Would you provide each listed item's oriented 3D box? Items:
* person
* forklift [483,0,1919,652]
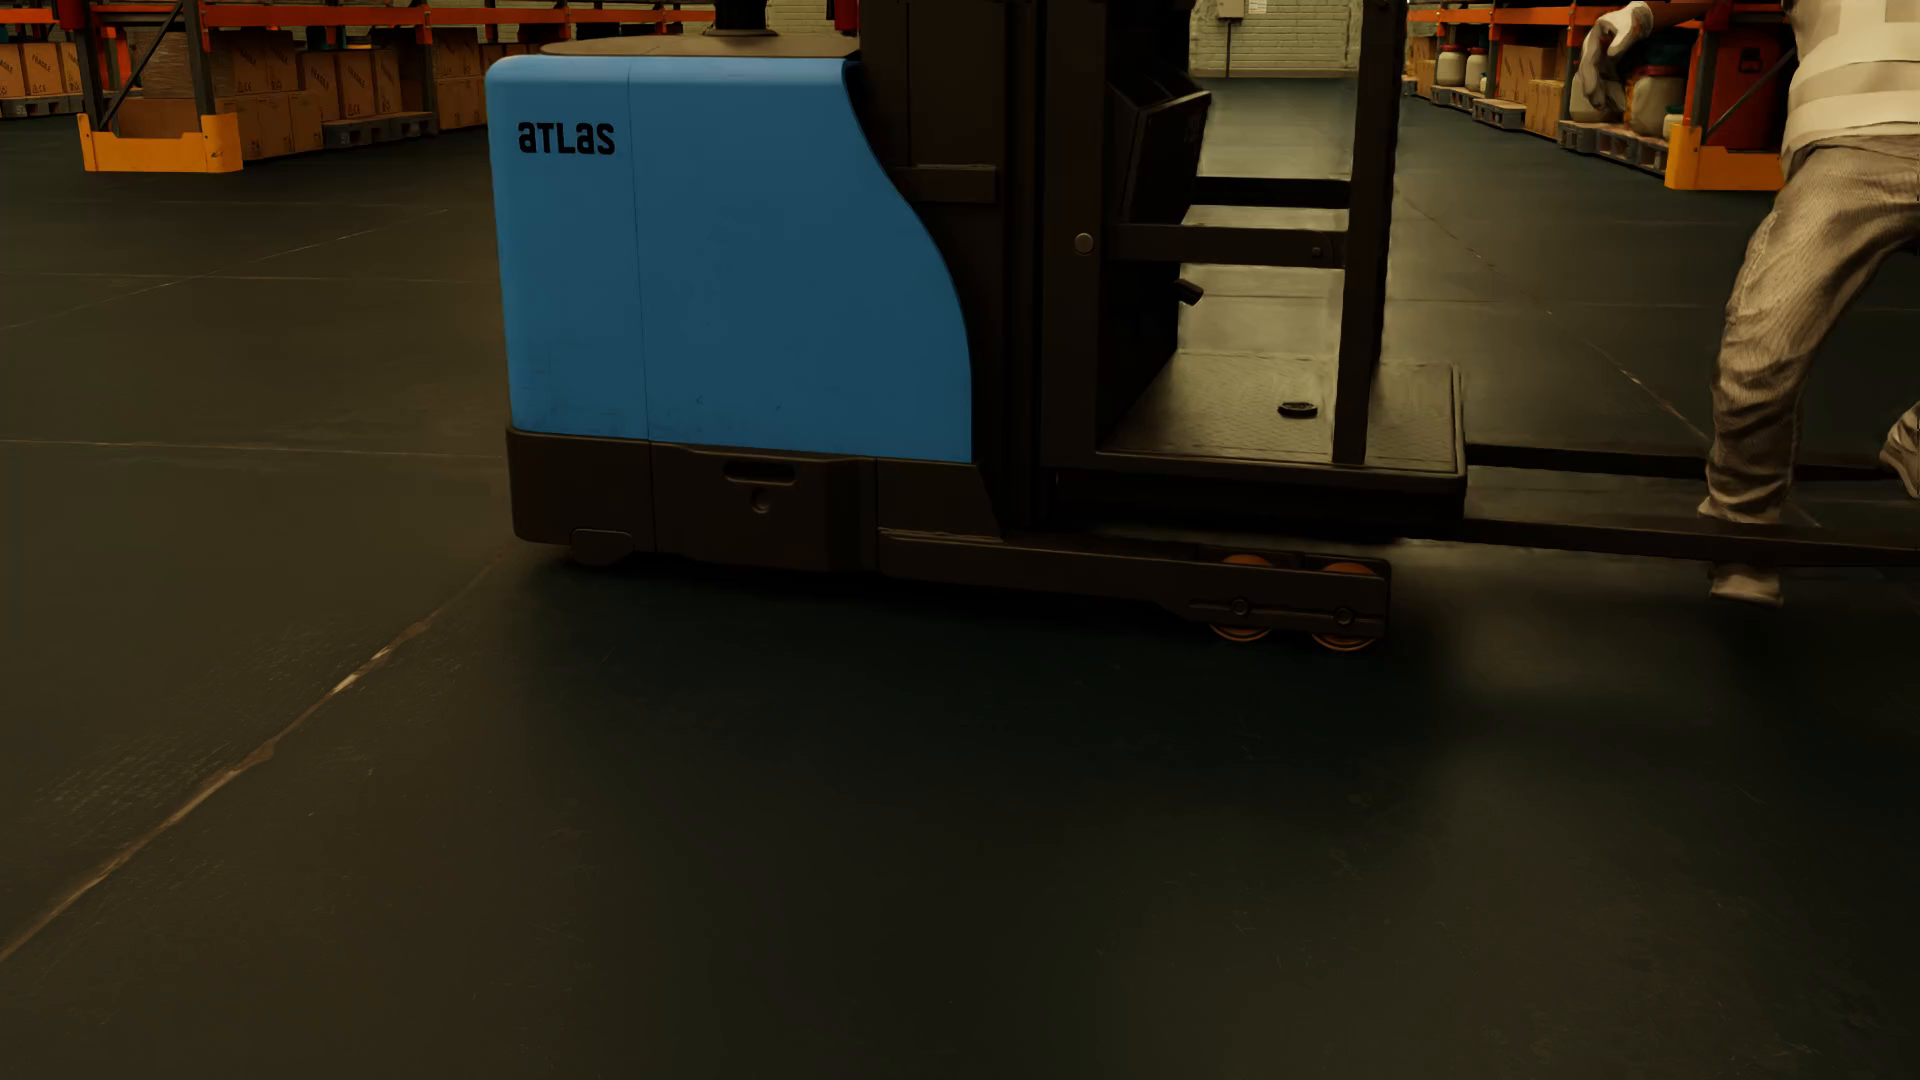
[{"bbox_3d":[1.593,-0.645,3.005,1.035,1.557,0.779,-1,18,-2],"label":"person"},{"bbox_3d":[0.594,-1.363,3.276,3.031,2.935,1.130,5,18,14],"label":"forklift"}]
